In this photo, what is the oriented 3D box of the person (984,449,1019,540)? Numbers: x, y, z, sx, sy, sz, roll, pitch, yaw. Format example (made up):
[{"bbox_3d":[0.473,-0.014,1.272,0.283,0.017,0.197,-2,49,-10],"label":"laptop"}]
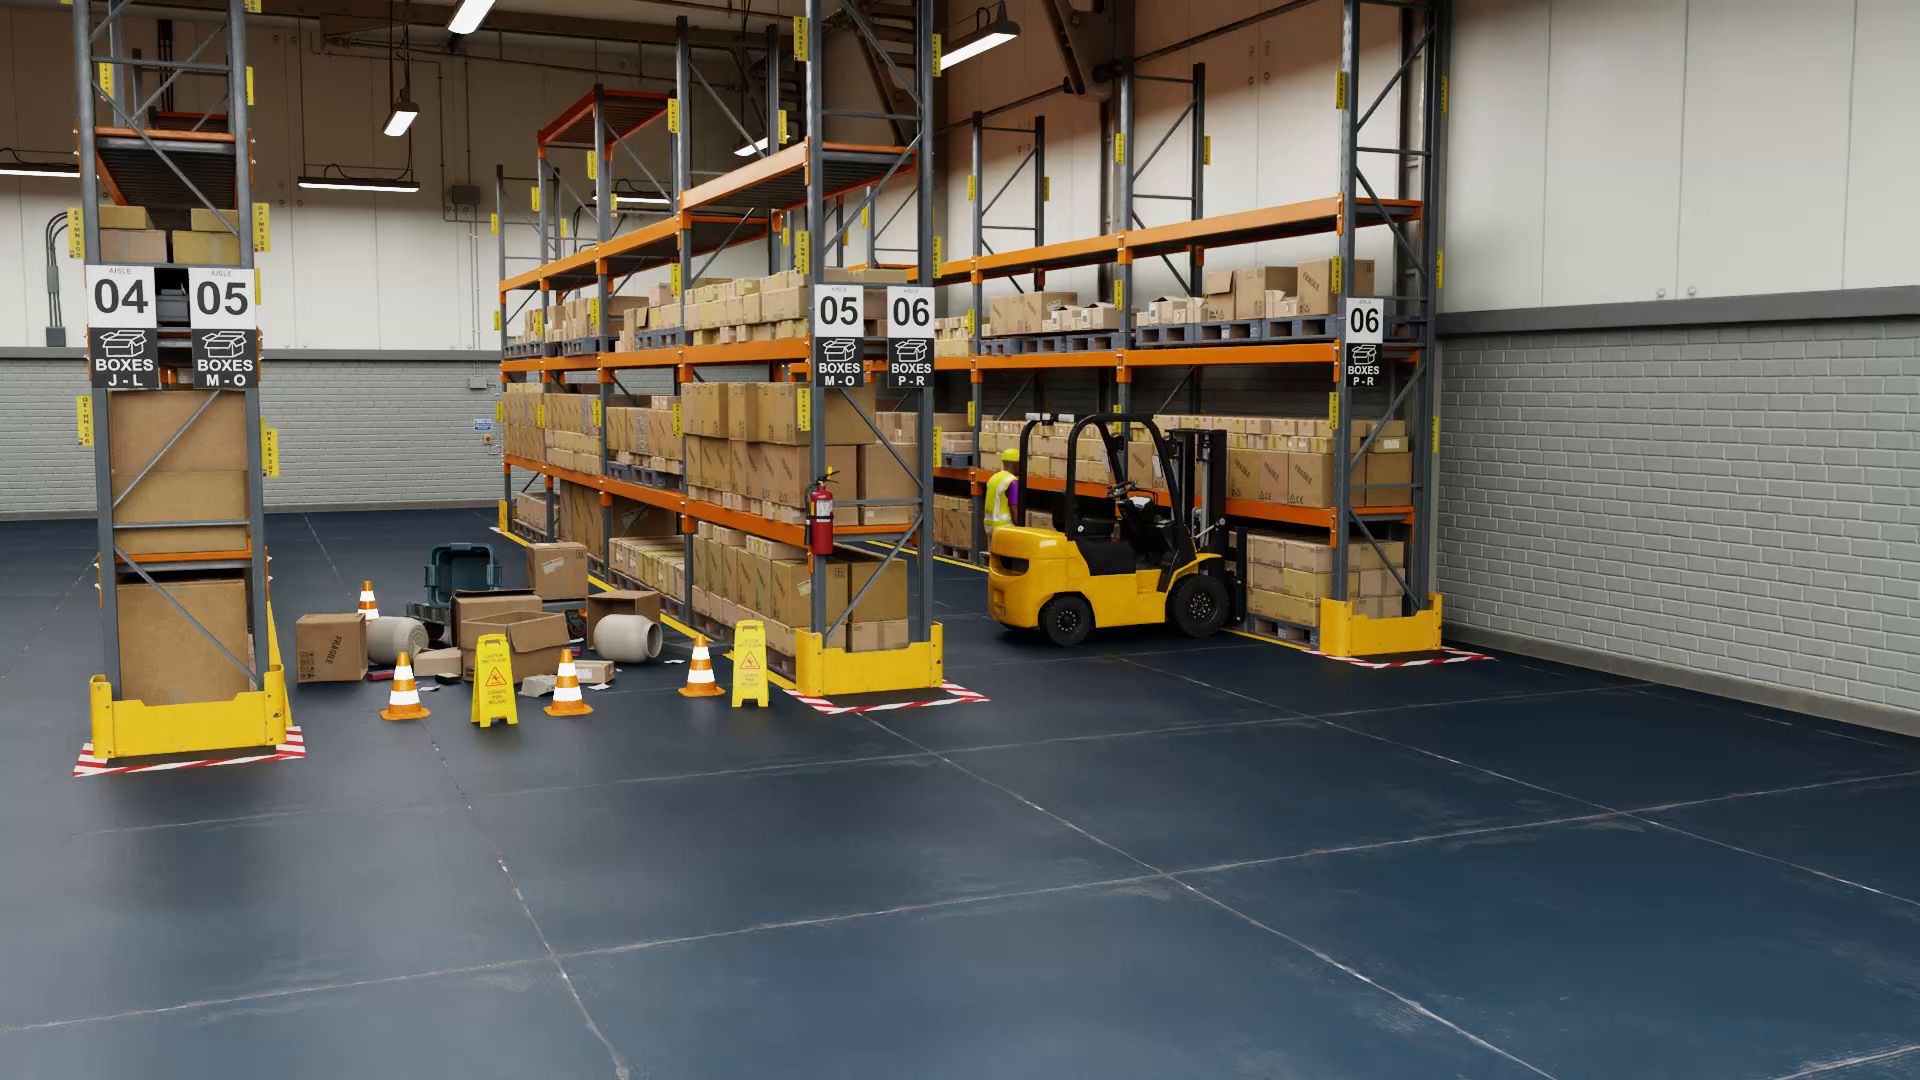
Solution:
[{"bbox_3d":[0.506,-0.082,17.542,0.461,1.761,0.637,-3,6,-25],"label":"person"}]
